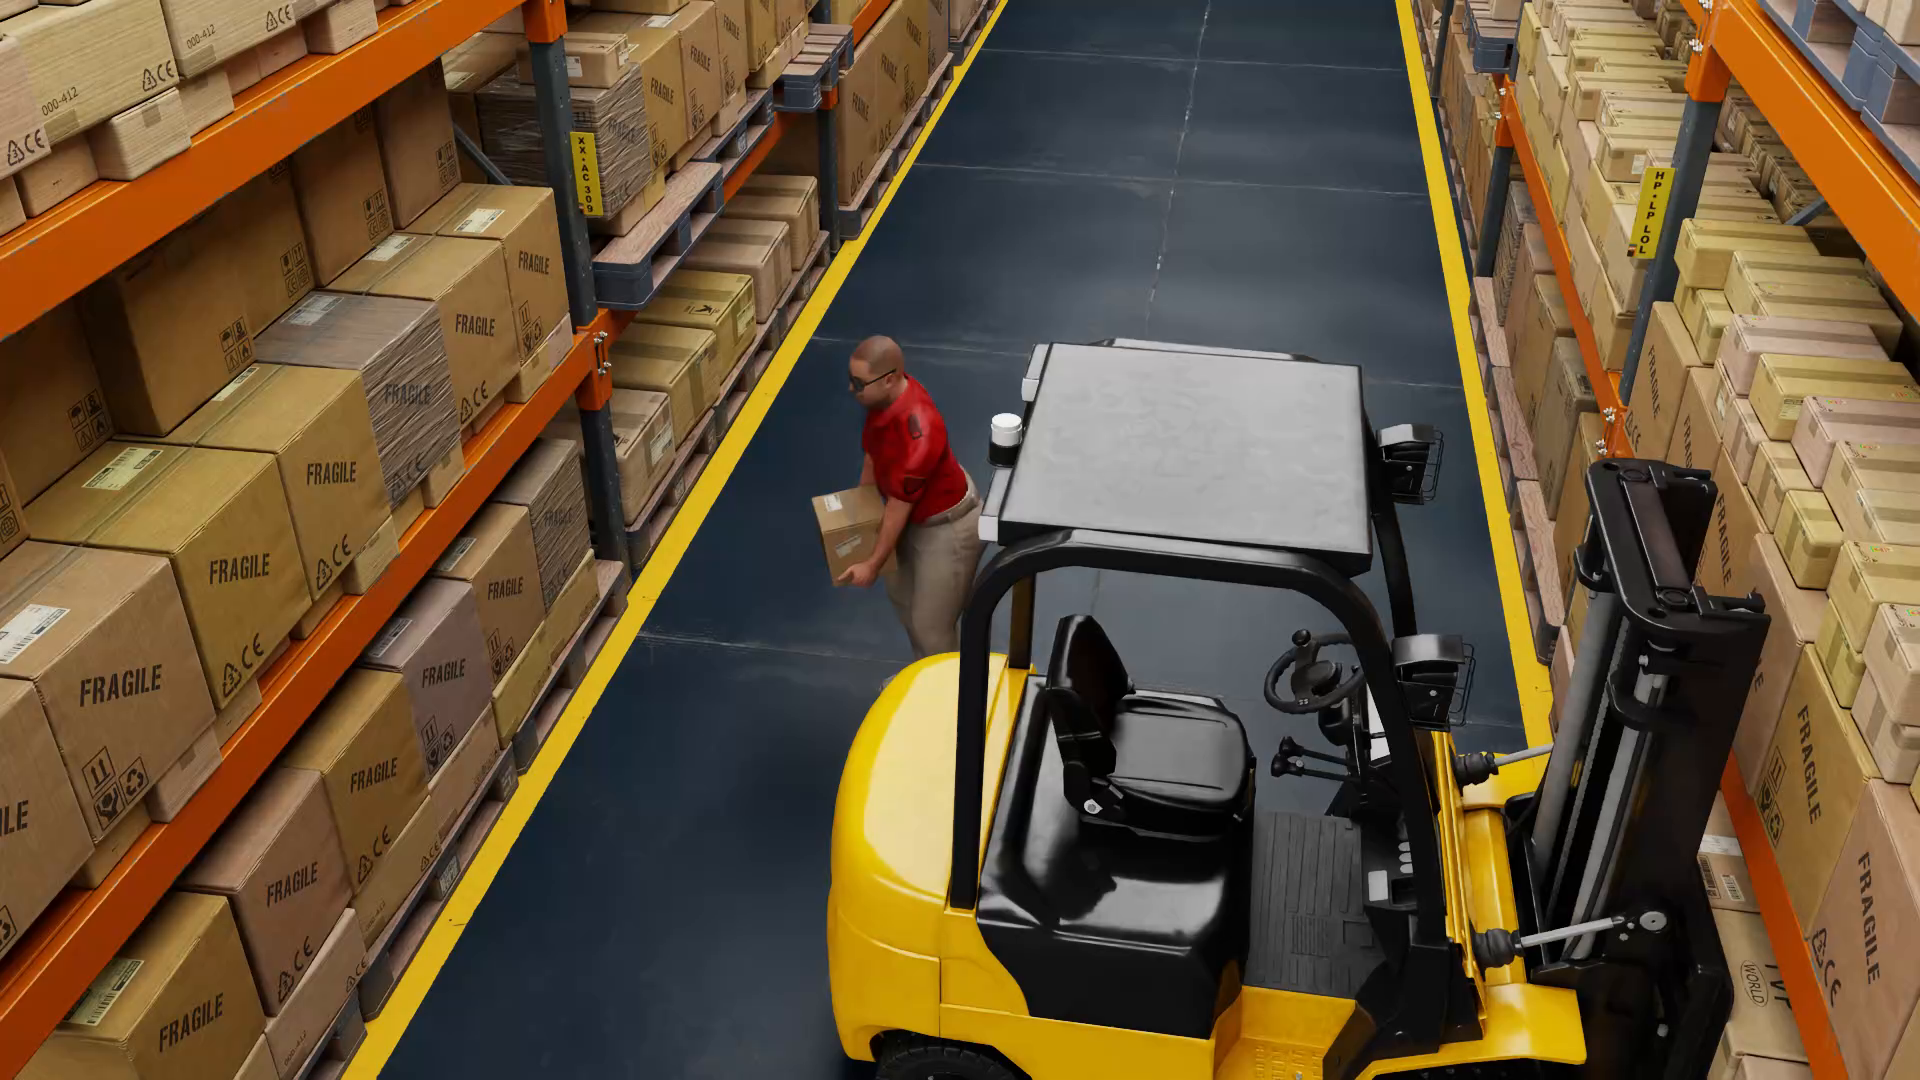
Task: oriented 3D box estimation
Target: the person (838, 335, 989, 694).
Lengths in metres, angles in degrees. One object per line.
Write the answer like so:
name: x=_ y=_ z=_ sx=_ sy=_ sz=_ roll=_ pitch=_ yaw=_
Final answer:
person: x=-0.192 y=-0.011 z=6.222 sx=0.608 sy=1.683 sz=0.490 roll=-11 pitch=34 yaw=-16
